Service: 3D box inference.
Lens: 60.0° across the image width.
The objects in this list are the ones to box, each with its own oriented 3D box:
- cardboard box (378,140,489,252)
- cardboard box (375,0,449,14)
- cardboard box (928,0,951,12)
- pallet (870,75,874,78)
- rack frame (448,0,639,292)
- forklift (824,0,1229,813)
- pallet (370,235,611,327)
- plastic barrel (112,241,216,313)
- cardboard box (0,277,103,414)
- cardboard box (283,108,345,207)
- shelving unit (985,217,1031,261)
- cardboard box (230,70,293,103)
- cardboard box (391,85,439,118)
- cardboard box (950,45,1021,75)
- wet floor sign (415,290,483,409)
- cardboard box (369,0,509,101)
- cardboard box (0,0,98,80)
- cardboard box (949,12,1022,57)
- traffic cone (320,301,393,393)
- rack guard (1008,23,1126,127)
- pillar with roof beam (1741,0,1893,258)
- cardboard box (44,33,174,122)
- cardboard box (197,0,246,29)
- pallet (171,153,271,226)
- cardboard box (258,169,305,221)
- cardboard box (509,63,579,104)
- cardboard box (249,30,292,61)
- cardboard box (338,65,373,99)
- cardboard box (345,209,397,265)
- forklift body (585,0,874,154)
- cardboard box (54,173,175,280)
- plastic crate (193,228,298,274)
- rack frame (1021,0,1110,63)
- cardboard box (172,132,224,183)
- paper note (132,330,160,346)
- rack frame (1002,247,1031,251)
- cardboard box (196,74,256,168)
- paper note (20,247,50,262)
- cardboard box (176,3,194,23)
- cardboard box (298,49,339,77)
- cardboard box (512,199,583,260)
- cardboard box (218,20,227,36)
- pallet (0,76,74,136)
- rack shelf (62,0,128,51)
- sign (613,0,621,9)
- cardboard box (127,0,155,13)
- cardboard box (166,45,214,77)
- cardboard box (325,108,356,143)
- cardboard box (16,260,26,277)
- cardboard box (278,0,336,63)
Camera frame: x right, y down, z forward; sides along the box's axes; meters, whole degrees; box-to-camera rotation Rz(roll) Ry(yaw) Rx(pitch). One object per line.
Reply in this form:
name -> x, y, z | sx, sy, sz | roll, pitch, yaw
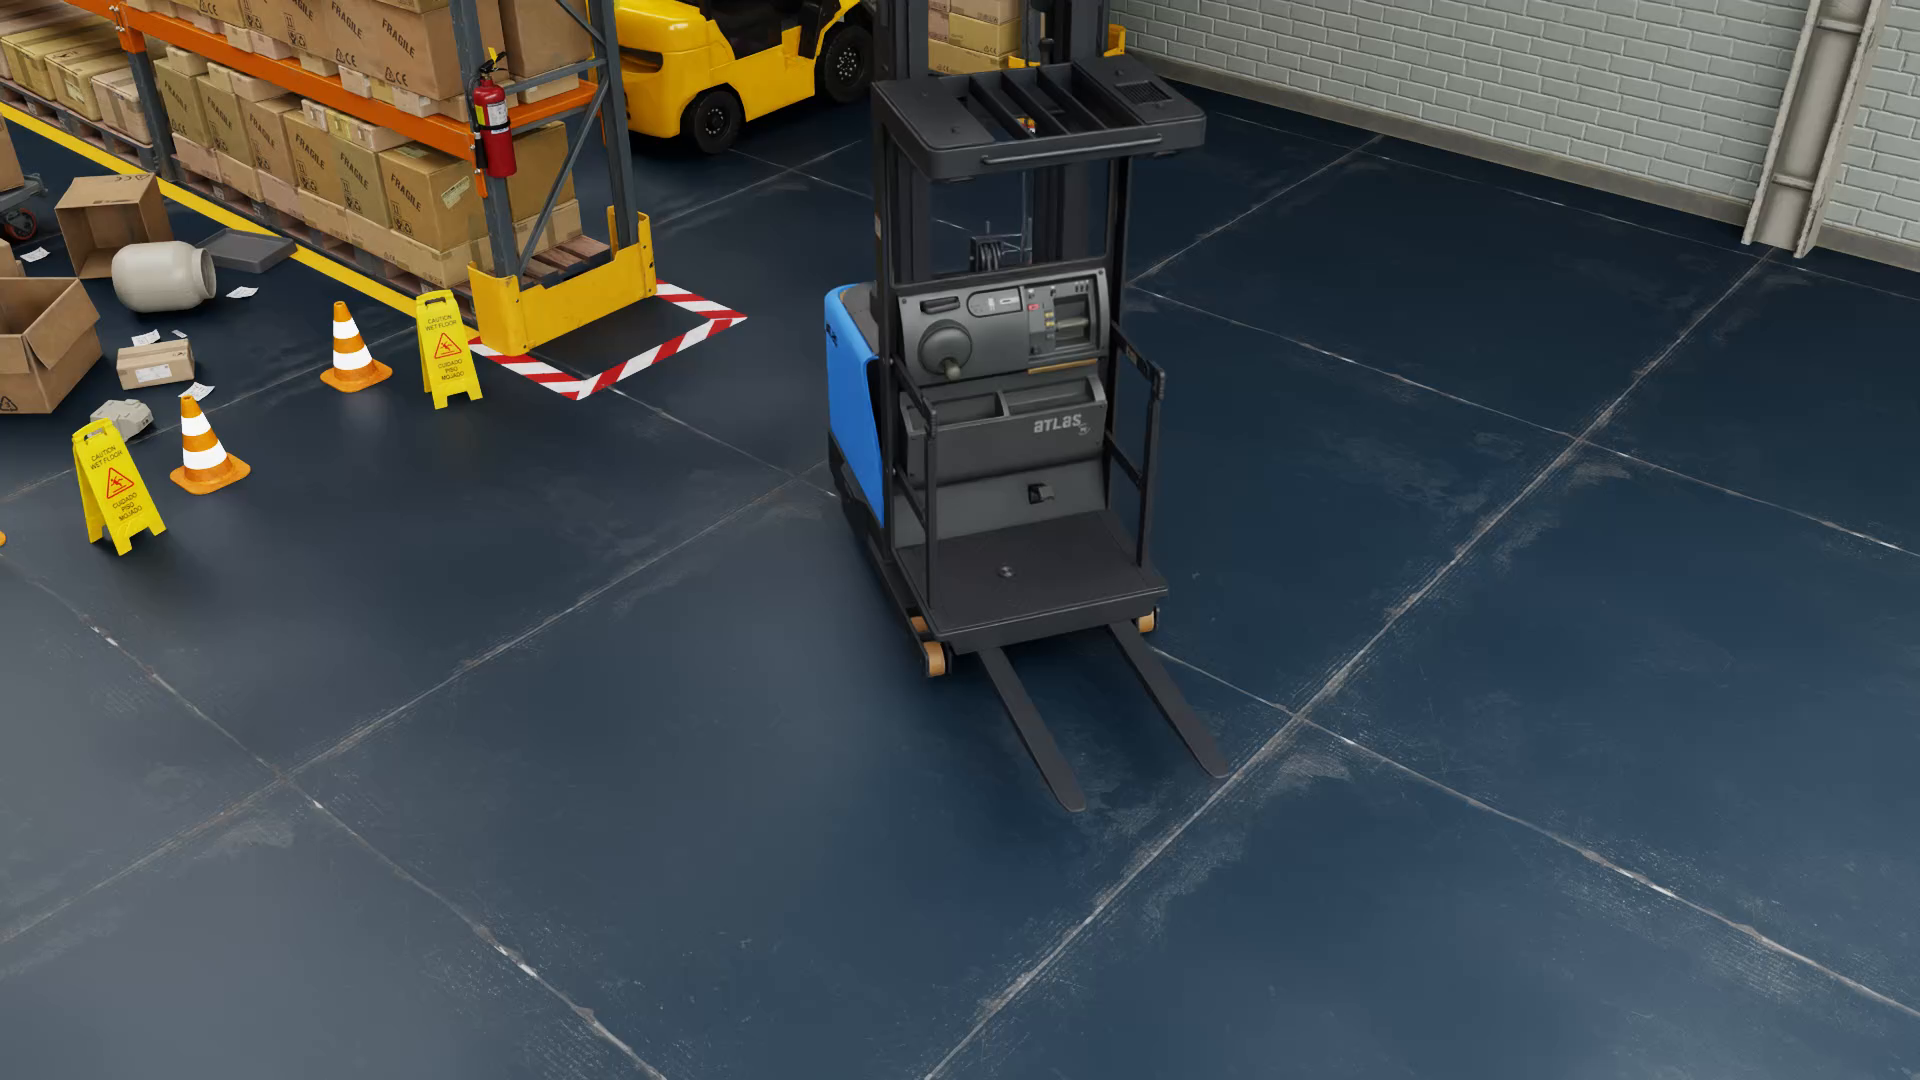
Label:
cardboard box -> -3.122, -2.120, 10.083 | 0.500, 0.500, 0.500 | 26, 42, 32
cardboard box -> -2.872, -3.261, 9.114 | 0.500, 0.500, 0.700 | 24, 41, 31
cardboard box -> -0.117, -4.421, 13.212 | 0.500, 0.250, 0.500 | 26, 42, 33
pallet -> -0.715, -4.307, 14.335 | 1.213, 0.211, 1.003 | 25, 42, 32
rack frame -> -2.340, -2.595, 9.379 | 0.127, 3.000, 1.000 | 25, 42, 32
forklift -> 0.264, -0.858, 6.910 | 1.130, 2.935, 3.031 | -11, 36, -15
pallet -> -3.000, -1.782, 10.659 | 1.213, 0.211, 1.003 | 25, 42, 32
plastic barrel -> -4.896, -1.622, 10.238 | 0.512, 0.421, 0.421 | -6, 35, -8
cardboard box -> -5.310, -1.100, 9.408 | 0.637, 0.503, 0.797 | 0, 34, 0
cardboard box -> -3.909, -2.494, 10.627 | 0.500, 0.500, 0.500 | 24, 41, 31
shelving unit -> 0.261, -1.099, 8.791 | 0.258, 1.200, 0.189 | -5, 35, -8
cardboard box -> -4.471, -2.976, 10.756 | 0.250, 0.149, 0.380 | 28, 43, 34
cardboard box -> -3.030, -2.577, 9.575 | 0.250, 0.149, 0.380 | 25, 42, 31
cardboard box -> 0.270, -3.828, 13.232 | 0.500, 0.250, 0.500 | 26, 42, 32
wet floor sign -> -2.879, -1.090, 9.267 | 0.267, 0.644, 0.232 | -18, 38, -25
cardboard box -> -2.933, -2.835, 9.378 | 0.500, 0.500, 0.500 | 24, 41, 31
cardboard box -> -7.488, -4.110, 13.535 | 0.625, 0.372, 0.950 | 24, 41, 31
cardboard box -> 0.259, -4.042, 13.102 | 0.500, 0.250, 0.500 | 25, 41, 31
traffic cone -> -3.496, -1.143, 9.506 | 0.334, 0.463, 0.336 | 25, 42, 32
rack guard -> 0.852, -3.717, 13.220 | 0.348, 0.500, 1.175 | 25, 42, 32
pillar with roof beam -> 2.731, -3.827, 5.873 | 0.400, 9.000, 9.100 | 25, 42, 32
cardboard box -> -6.373, -3.581, 12.765 | 0.625, 0.372, 0.950 | 28, 43, 34
cardboard box -> -4.476, -3.568, 10.444 | 0.500, 0.500, 0.500 | 25, 42, 31
pallet -> -4.875, -2.666, 11.946 | 1.213, 0.211, 1.003 | 25, 42, 32
cardboard box -> -4.306, -2.373, 11.113 | 0.500, 0.250, 0.500 | 25, 41, 31
cardboard box -> -2.469, -2.704, 9.760 | 0.250, 0.149, 0.380 | 25, 42, 32
cardboard box -> -4.188, -3.140, 10.394 | 0.250, 0.149, 0.380 | 25, 42, 32
cardboard box -> -3.430, -2.759, 9.840 | 0.250, 0.149, 0.380 | 26, 42, 33
cardboard box -> -3.526, -2.001, 10.572 | 0.500, 0.250, 0.500 | 25, 42, 32
forklift body -> -1.791, -4.299, 12.610 | 1.214, 2.155, 2.313 | 25, 42, 32
cardboard box -> -5.461, -2.034, 10.768 | 0.500, 0.500, 0.500 | -6, 35, -8
plastic crate -> -4.732, -1.915, 10.967 | 0.583, 0.080, 0.402 | 12, 36, 16
rack frame -> 0.833, -4.756, 12.525 | 0.127, 3.000, 1.000 | 25, 42, 32
cardboard box -> -5.133, -2.752, 11.666 | 0.500, 0.250, 0.500 | 23, 41, 30
paper note -> -4.897, -1.215, 10.003 | 0.148, 0.019, 0.142 | -18, 38, -25
rack frame -> 0.276, -1.048, 8.717 | 0.240, 1.200, 0.006 | -5, 35, -8
cardboard box -> -4.714, -2.872, 11.178 | 0.500, 0.500, 0.500 | 27, 43, 34
paper note -> -6.098, -1.885, 10.968 | 0.142, 0.019, 0.148 | 25, 42, 32
cardboard box -> -4.926, -3.534, 10.969 | 0.250, 0.149, 0.380 | 25, 42, 32
cardboard box -> -3.792, -2.966, 10.142 | 0.250, 0.149, 0.380 | 25, 42, 31
cardboard box -> -2.783, -2.047, 10.639 | 0.500, 0.250, 0.500 | 25, 42, 31
cardboard box -> -4.533, -3.347, 10.696 | 0.250, 0.149, 0.380 | 25, 42, 32
pallet -> -6.955, -3.617, 13.331 | 1.213, 0.211, 1.003 | 25, 42, 32
rack shelf -> -6.951, -4.471, 12.747 | 4.000, 0.370, 1.077 | 25, 42, 32
sign -> -1.993, -3.188, 9.477 | 0.005, 0.325, 0.100 | 25, 42, 32
cardboard box -> -5.377, -3.686, 11.190 | 0.250, 0.149, 0.380 | 25, 42, 32
cardboard box -> -5.076, -3.257, 11.166 | 0.250, 0.149, 0.380 | 26, 42, 32
cardboard box -> -3.639, -2.584, 10.185 | 0.250, 0.149, 0.380 | 26, 42, 33
cardboard box -> -6.161, -1.688, 10.473 | 0.396, 0.266, 0.258 | 0, 34, 0
cardboard box -> -3.697, -3.201, 9.911 | 0.500, 0.500, 0.500 | 25, 42, 32
